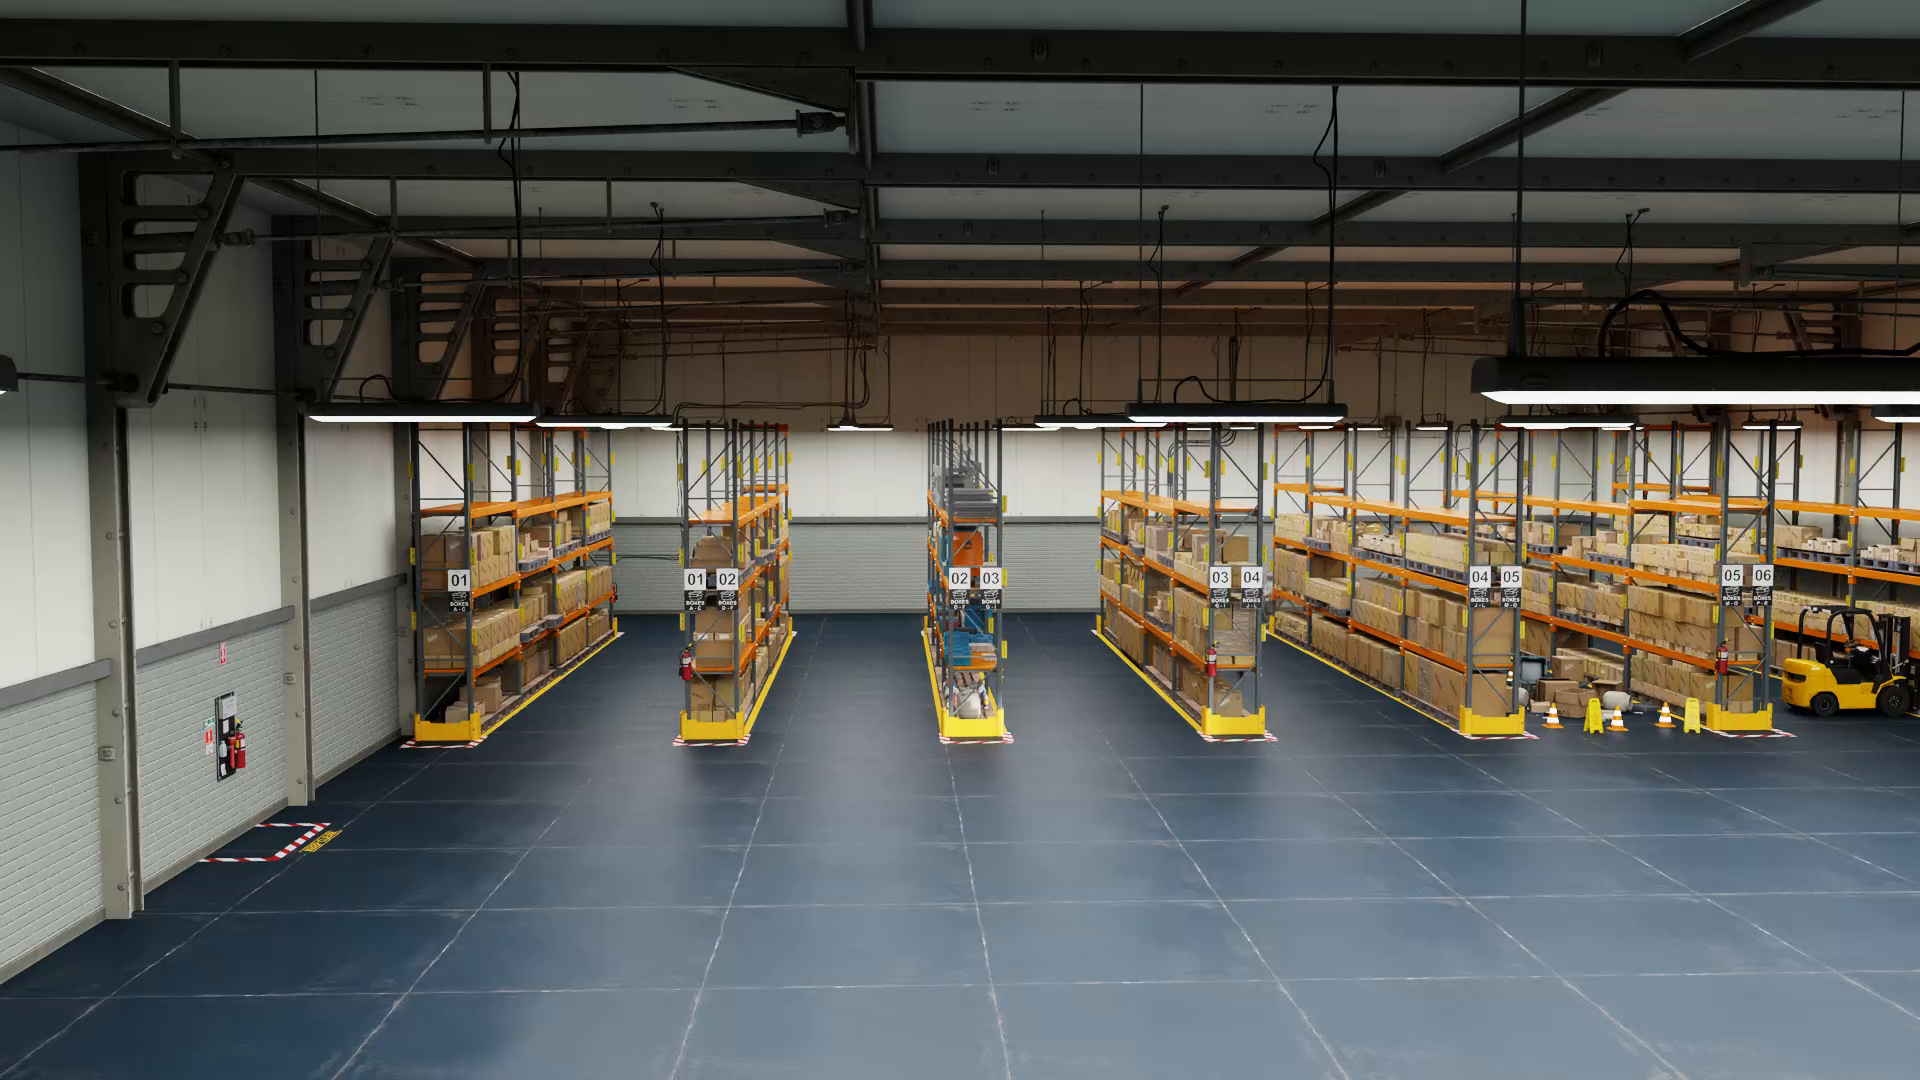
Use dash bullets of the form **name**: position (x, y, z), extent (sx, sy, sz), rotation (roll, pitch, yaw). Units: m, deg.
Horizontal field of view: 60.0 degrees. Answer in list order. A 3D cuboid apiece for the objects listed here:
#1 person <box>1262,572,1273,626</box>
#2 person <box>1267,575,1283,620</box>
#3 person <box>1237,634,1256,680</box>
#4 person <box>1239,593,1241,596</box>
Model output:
- **person**: position (9.069, 1.734, 49.121), extent (0.562, 1.681, 0.766), rotation (2, 4, 23)
- **person**: position (9.337, 1.767, 48.900), extent (0.615, 1.686, 0.674), rotation (-1, 4, -14)
- **person**: position (6.638, 2.433, 38.671), extent (0.585, 1.635, 0.660), rotation (0, 4, -4)
- **person**: position (8.354, 1.820, 48.343), extent (0.796, 1.678, 0.665), rotation (-4, 5, -44)
